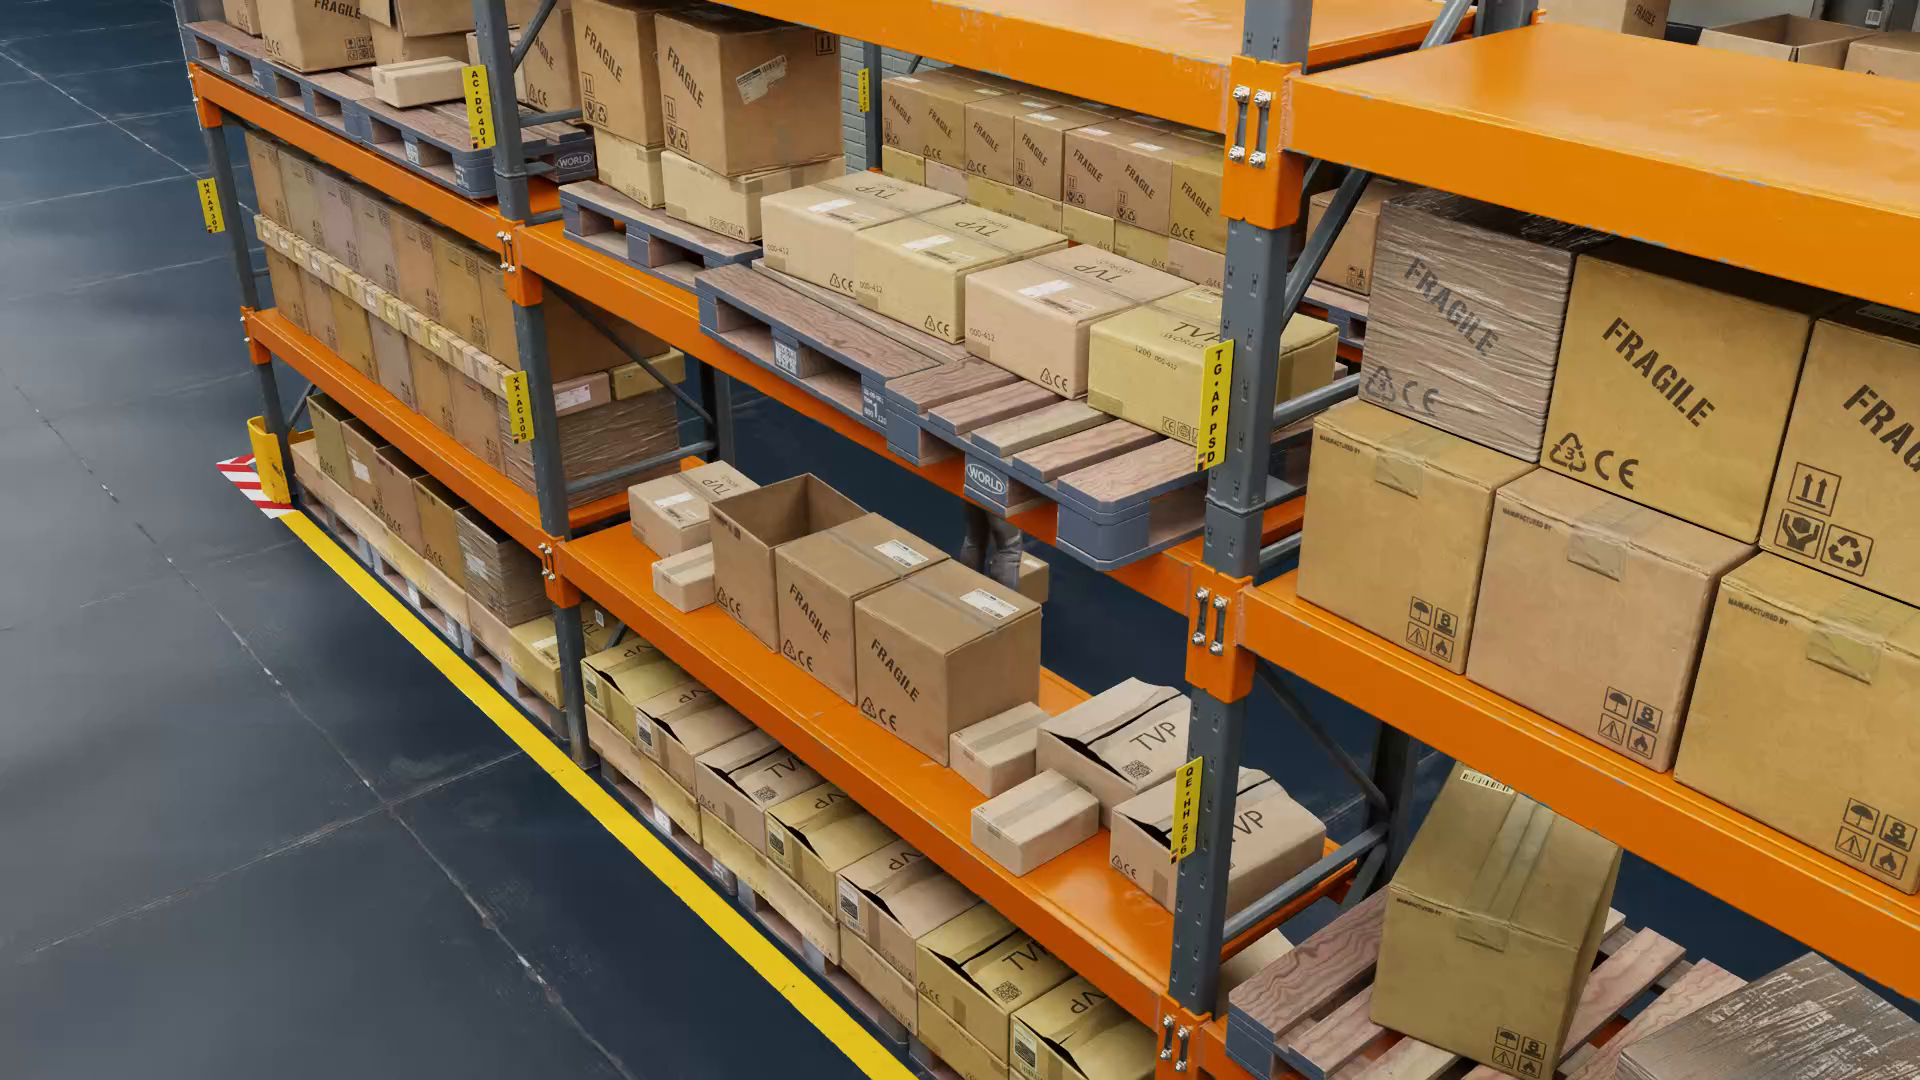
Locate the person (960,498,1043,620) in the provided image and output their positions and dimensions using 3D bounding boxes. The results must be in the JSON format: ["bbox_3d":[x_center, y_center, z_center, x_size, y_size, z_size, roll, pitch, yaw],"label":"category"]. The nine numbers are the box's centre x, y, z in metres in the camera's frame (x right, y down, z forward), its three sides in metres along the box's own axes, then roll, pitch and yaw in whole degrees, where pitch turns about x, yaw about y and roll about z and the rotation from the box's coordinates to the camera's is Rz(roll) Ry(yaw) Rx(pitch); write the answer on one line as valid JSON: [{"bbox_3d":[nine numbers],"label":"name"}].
[{"bbox_3d":[0.179,-0.347,9.257,0.463,1.759,0.625,-24,36,-37],"label":"person"}]
